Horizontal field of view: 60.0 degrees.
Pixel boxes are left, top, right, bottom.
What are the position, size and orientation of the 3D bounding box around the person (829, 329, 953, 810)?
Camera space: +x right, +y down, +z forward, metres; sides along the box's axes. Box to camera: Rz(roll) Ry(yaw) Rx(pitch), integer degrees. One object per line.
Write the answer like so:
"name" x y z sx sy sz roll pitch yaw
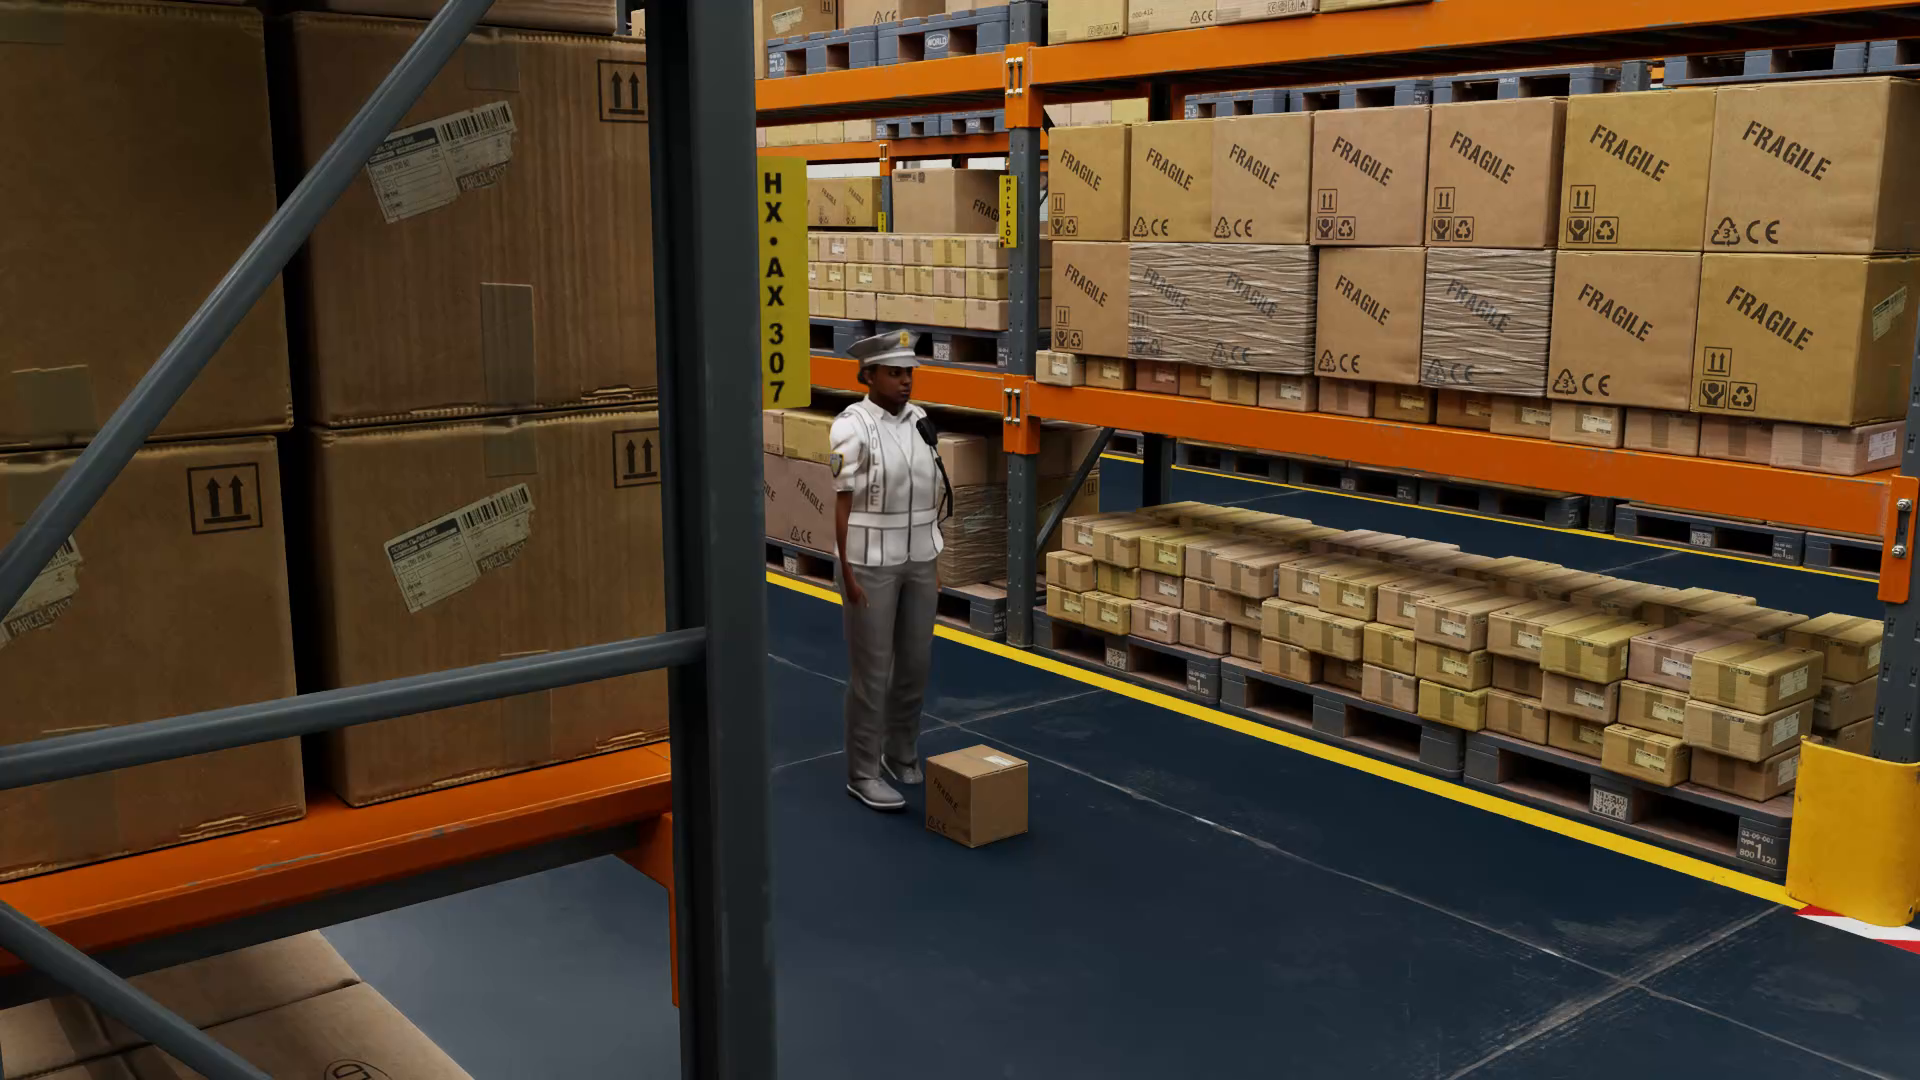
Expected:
"person" -0.244 0.124 5.909 0.442 1.745 0.388 -8 14 -37
